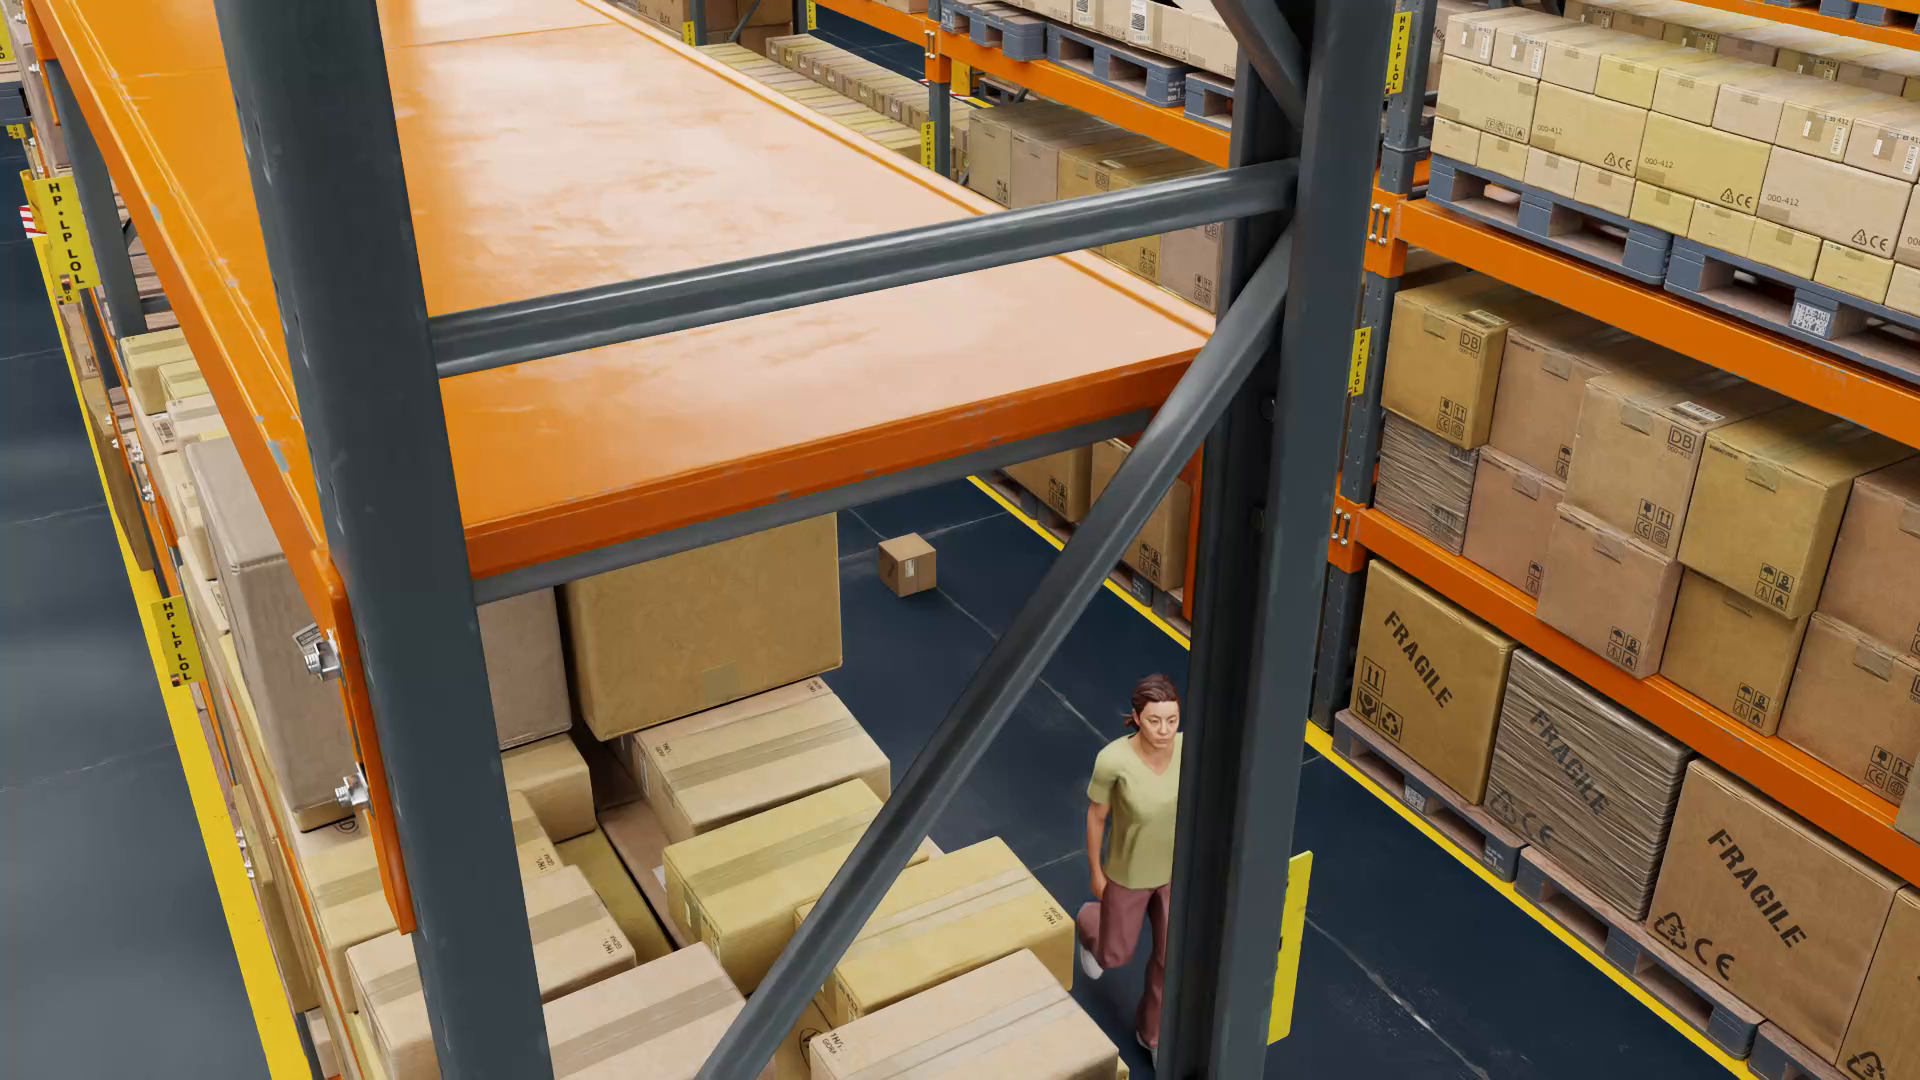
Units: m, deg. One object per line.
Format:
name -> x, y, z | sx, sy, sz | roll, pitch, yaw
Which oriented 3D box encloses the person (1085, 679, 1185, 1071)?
person -> 0.704, 1.248, 6.306 | 0.445, 1.636, 0.648 | -6, 30, -11
